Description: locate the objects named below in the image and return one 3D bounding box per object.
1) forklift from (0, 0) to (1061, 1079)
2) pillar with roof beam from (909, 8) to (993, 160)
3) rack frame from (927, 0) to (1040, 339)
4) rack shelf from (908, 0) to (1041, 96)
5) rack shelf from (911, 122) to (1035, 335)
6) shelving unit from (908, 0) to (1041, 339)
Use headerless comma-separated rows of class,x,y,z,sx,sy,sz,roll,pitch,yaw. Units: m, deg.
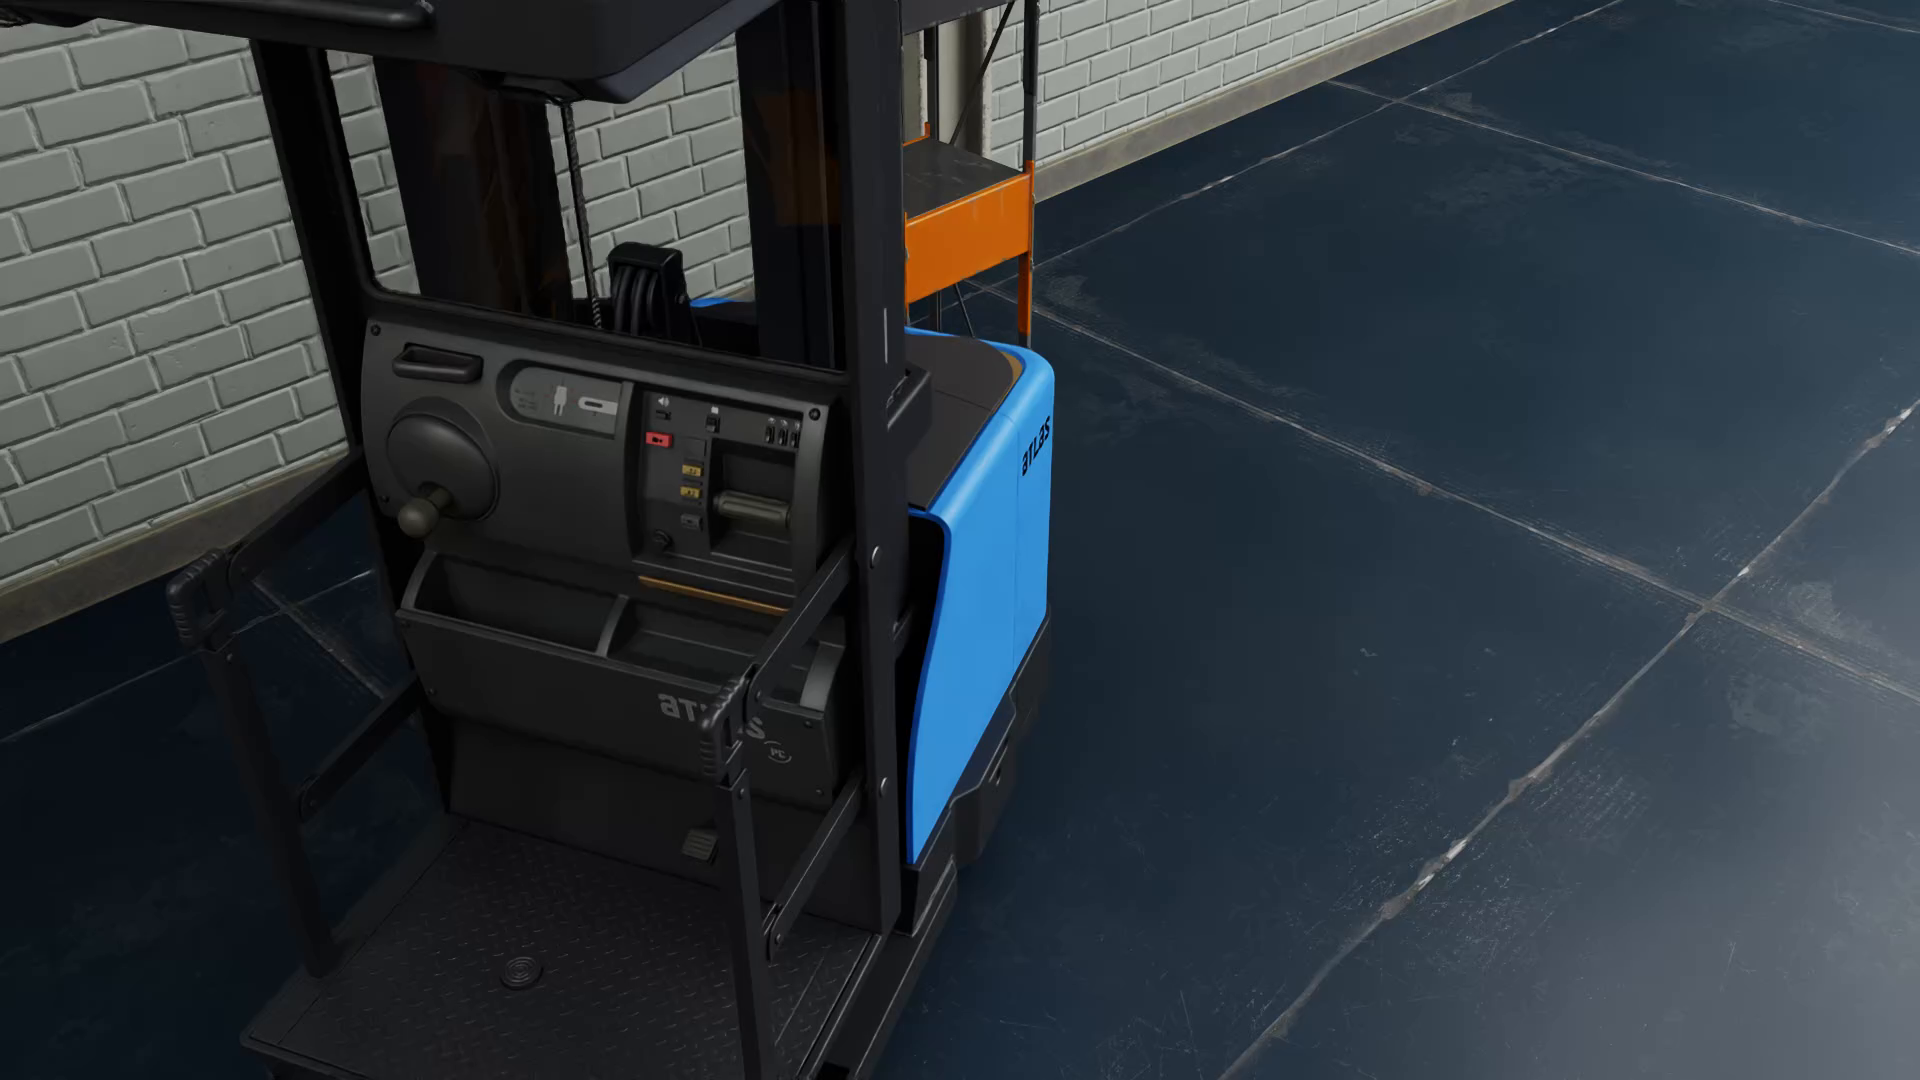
forklift,-0.721,-0.112,2.848,1.130,2.935,3.031,12,37,16
pillar with roof beam,2.936,-3.092,1.818,9.100,9.000,0.400,30,45,35
rack frame,0.055,-0.893,4.695,0.400,2.100,0.015,30,45,35
rack shelf,-0.117,-1.357,4.160,0.431,0.518,0.480,30,45,35
rack shelf,-0.117,-0.783,4.561,0.431,0.518,0.480,30,45,35
shelving unit,-0.117,-0.794,4.553,0.431,2.100,0.503,30,45,35
